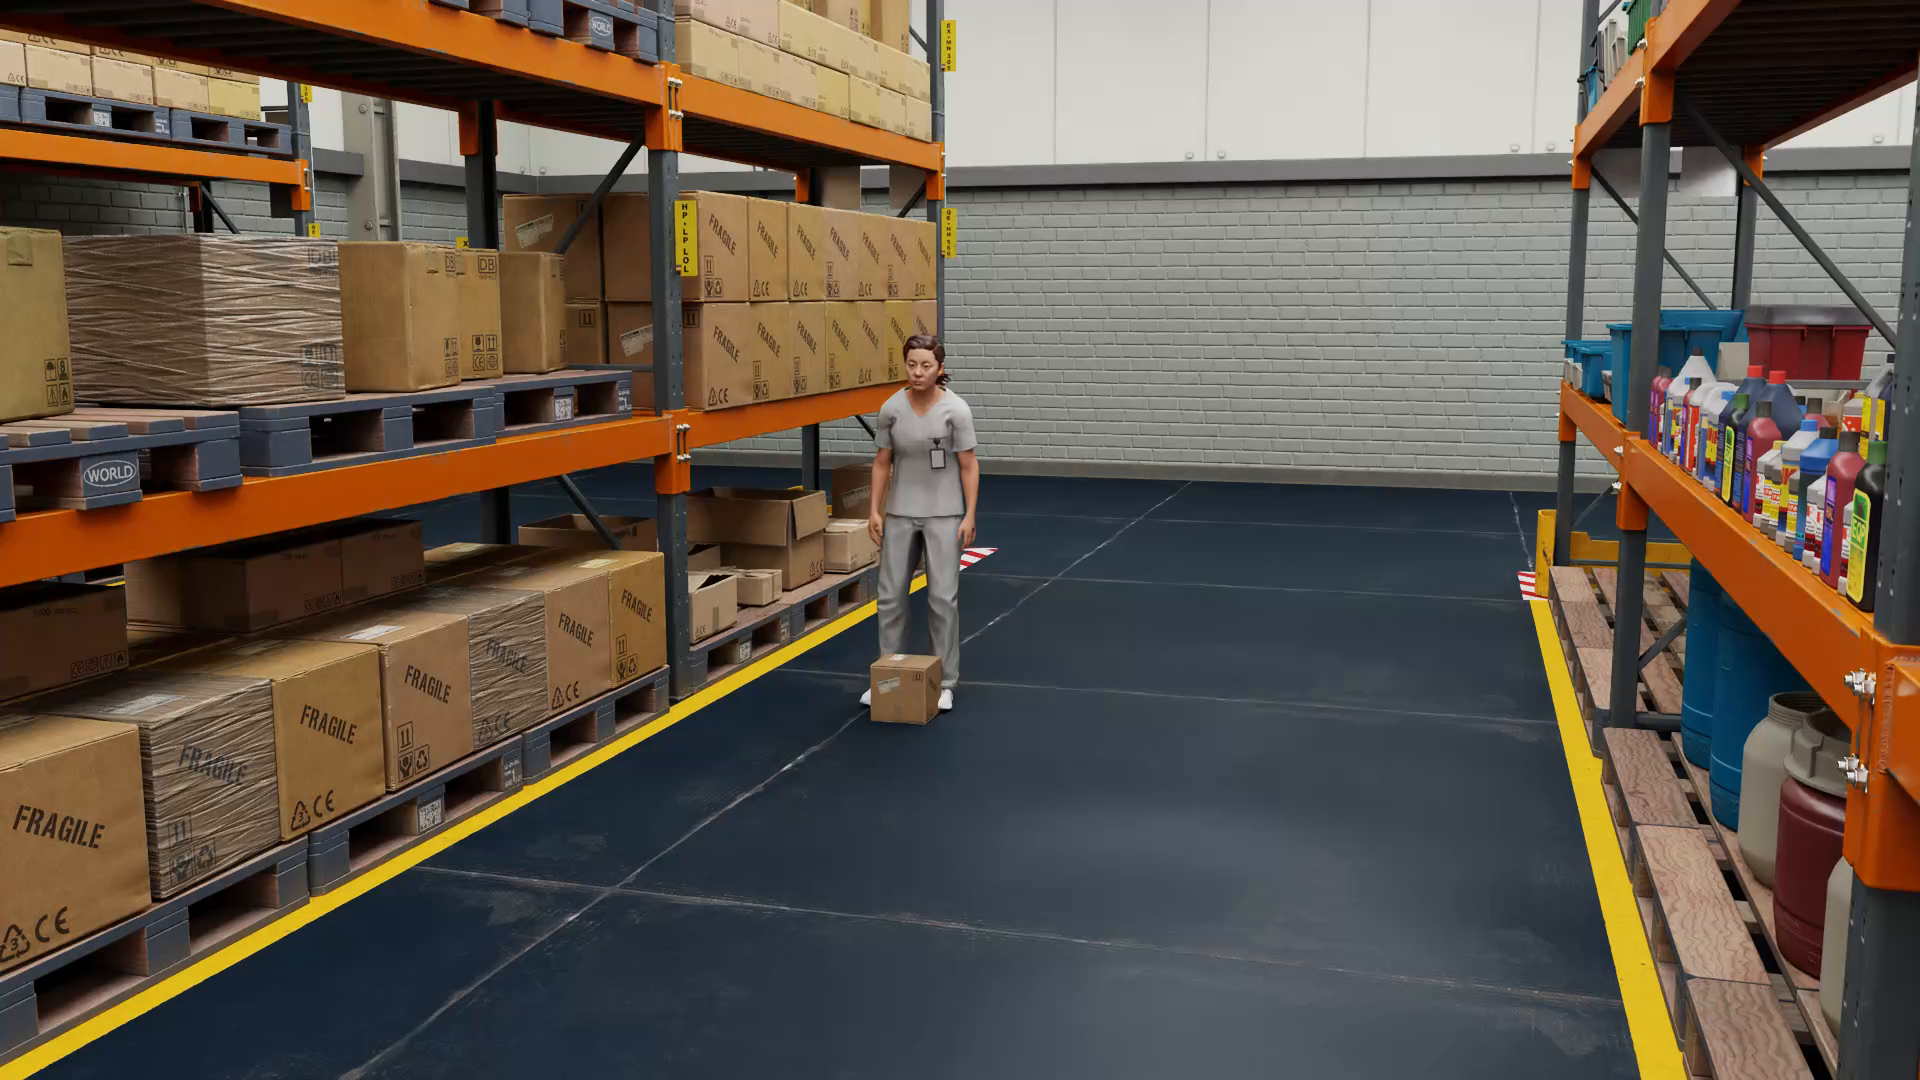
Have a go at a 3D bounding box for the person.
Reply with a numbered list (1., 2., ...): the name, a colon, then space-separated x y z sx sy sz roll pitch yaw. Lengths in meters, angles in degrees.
1. person: -0.172 -0.086 7.425 0.513 1.673 0.358 2 9 13
